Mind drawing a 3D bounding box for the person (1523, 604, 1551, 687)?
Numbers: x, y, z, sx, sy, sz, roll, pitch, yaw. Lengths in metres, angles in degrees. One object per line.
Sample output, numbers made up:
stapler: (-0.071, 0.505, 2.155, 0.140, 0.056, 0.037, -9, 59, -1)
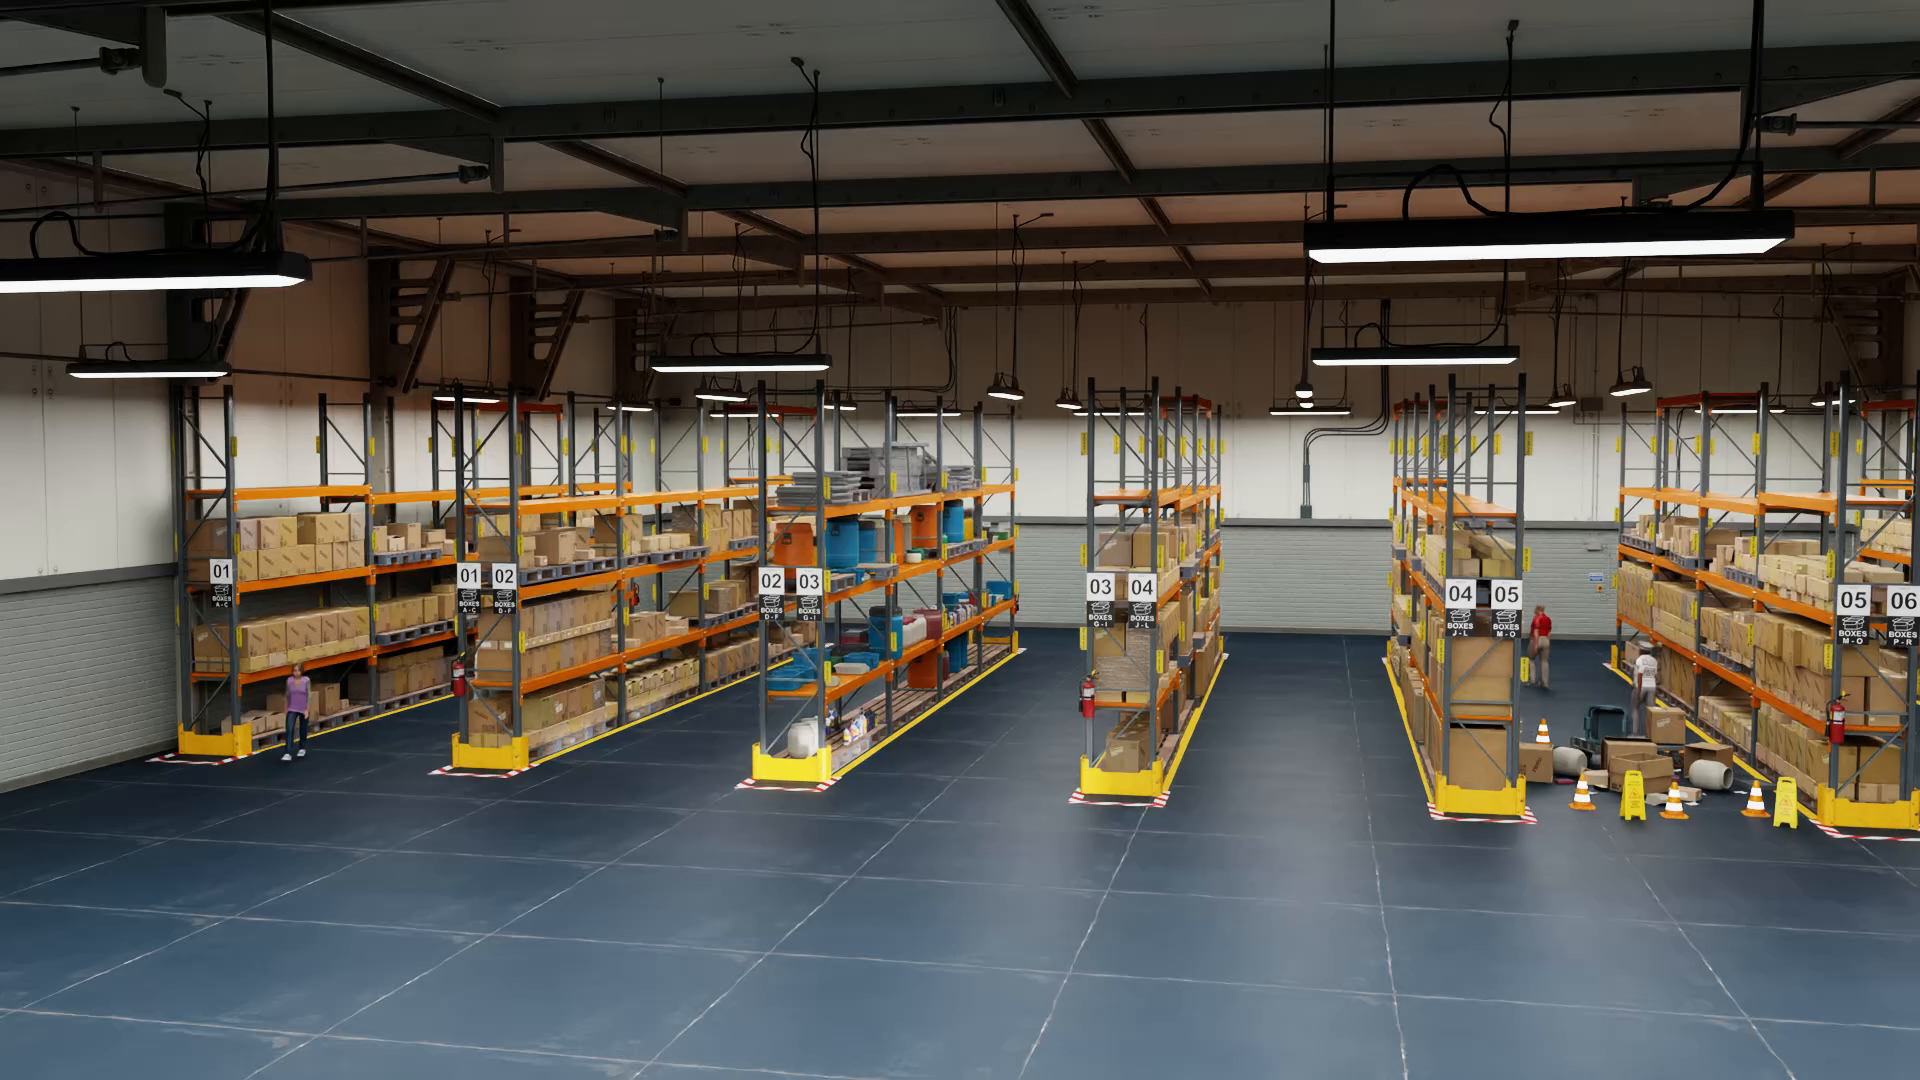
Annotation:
person: (12.116, 2.228, 34.669, 0.548, 1.774, 0.543, 0, 3, -6)

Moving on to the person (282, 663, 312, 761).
person: (-10.555, 2.725, 26.457, 0.469, 1.547, 0.960, -1, 3, -22)

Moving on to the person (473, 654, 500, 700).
person: (-8.403, 2.527, 29.447, 0.508, 1.606, 0.997, 0, 3, -3)

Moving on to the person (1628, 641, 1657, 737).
person: (11.740, 2.593, 28.497, 0.454, 1.707, 0.687, 0, 3, -1)
